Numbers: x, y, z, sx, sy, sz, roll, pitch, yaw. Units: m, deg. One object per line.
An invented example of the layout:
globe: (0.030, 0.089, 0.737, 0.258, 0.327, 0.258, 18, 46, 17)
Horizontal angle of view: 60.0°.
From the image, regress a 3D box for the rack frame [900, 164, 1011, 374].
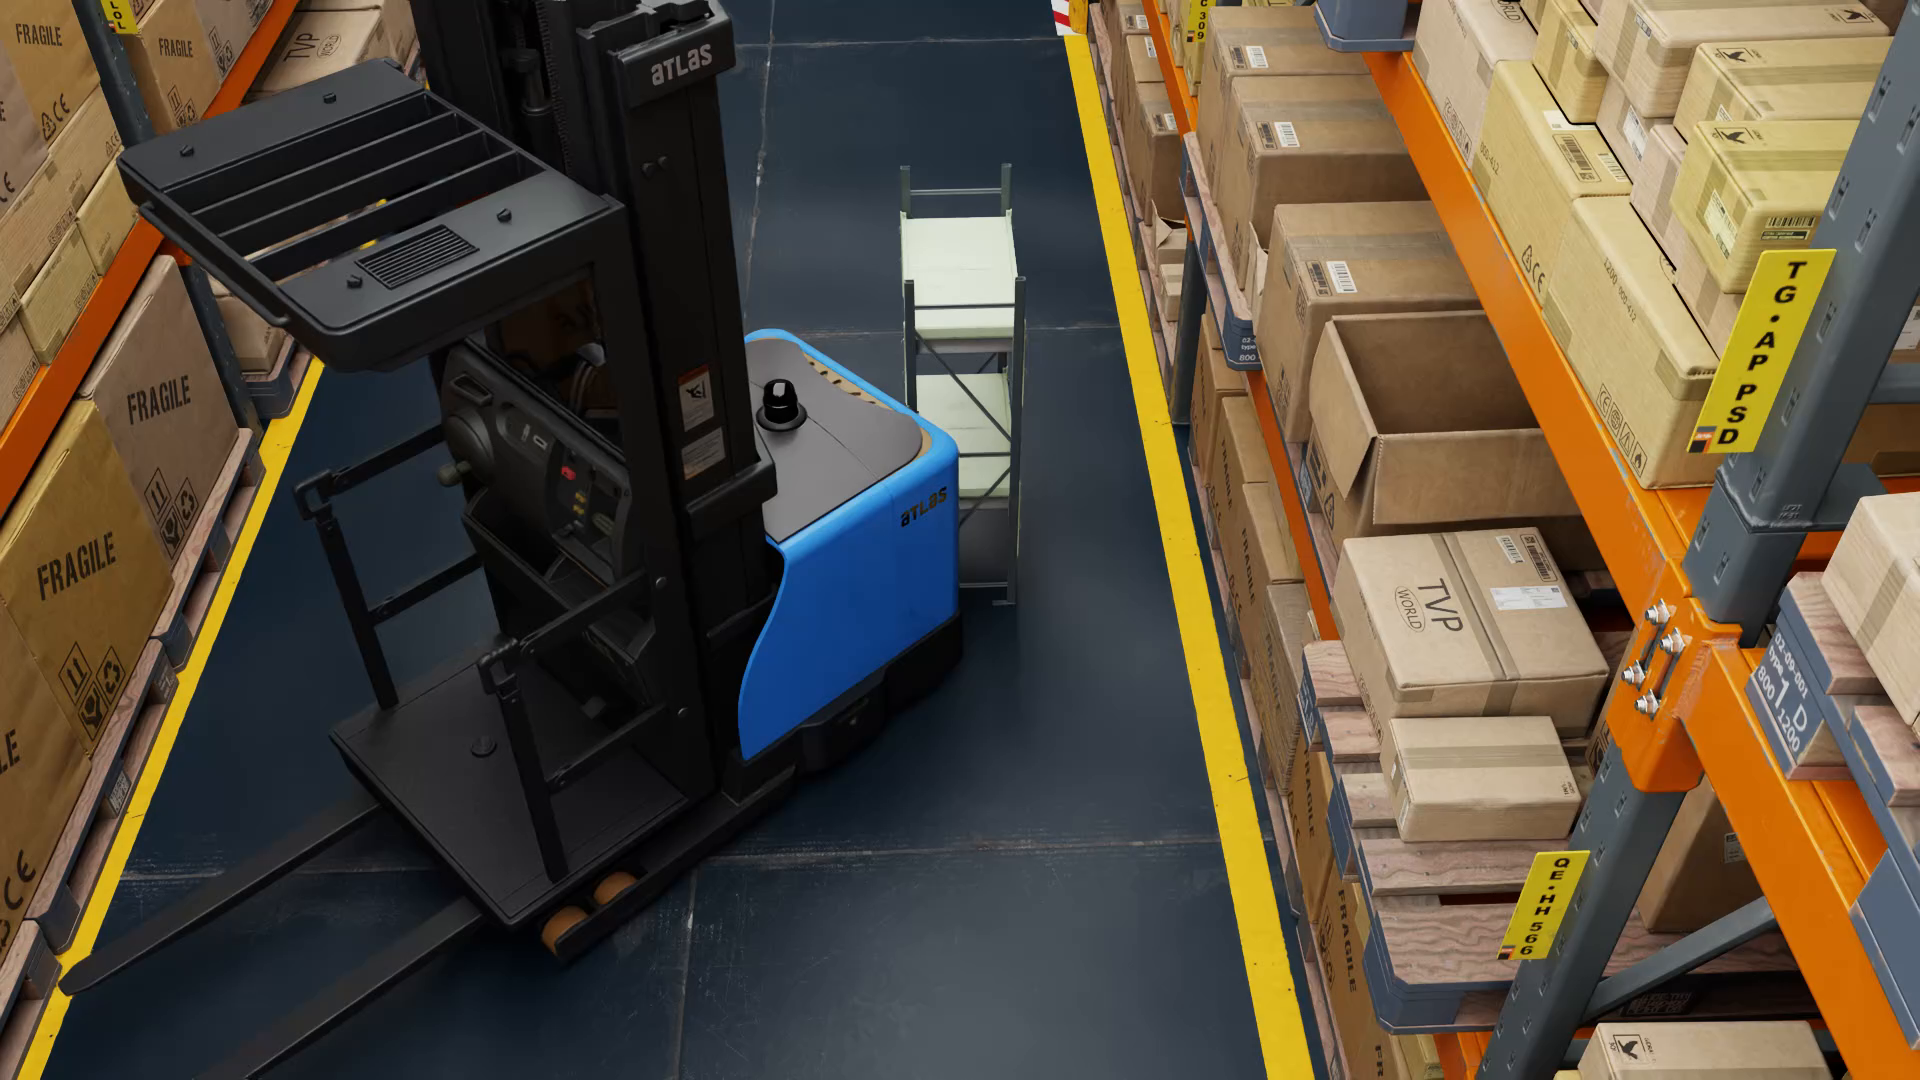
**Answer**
rack frame: (-0.015, -0.795, 6.508, 0.400, 1.500, 0.023, -2, 43, -2)

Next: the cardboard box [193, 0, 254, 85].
cardboard box: (-3.307, -2.216, 6.874, 0.500, 0.500, 0.500, -1, 43, -2)

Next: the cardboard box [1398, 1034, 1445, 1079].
cardboard box: (1.323, 1.241, 4.235, 0.380, 0.149, 0.250, -4, 43, -4)

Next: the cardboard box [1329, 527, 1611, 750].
cardboard box: (1.229, 0.237, 4.071, 0.500, 0.250, 0.500, -3, 43, -4)

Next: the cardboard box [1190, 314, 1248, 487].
cardboard box: (1.223, -0.561, 6.681, 0.500, 0.500, 0.500, 0, 43, 0)

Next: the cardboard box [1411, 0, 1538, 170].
cardboard box: (1.289, -1.027, 3.542, 0.500, 0.250, 0.500, -2, 43, -2)

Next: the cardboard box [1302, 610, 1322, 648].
cardboard box: (1.295, 0.345, 5.212, 0.380, 0.149, 0.250, -4, 43, -4)

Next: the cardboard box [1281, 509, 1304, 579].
cardboard box: (1.295, -0.003, 5.593, 0.380, 0.149, 0.250, 0, 43, 0)

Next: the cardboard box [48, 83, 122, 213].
cardboard box: (-3.270, -1.354, 5.748, 0.500, 0.250, 0.500, -2, 43, -2)

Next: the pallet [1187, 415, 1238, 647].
pallet: (1.499, -0.084, 6.686, 1.003, 0.211, 1.213, -2, 43, -2)

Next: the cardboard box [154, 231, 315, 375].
cardboard box: (-3.451, -1.153, 7.373, 0.875, 0.438, 0.875, -2, 43, -2)

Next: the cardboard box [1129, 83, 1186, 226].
cardboard box: (1.230, -1.900, 8.142, 0.700, 0.500, 0.500, -3, 43, -3)

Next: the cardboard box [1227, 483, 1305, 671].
cardboard box: (1.272, 0.135, 5.921, 0.500, 0.500, 0.500, -3, 43, -3)

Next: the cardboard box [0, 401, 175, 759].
cardboard box: (-3.379, 0.139, 5.640, 0.875, 0.875, 0.875, -1, 43, -1)

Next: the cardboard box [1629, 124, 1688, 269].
cardboard box: (1.350, -0.565, 2.743, 0.380, 0.149, 0.250, -3, 43, -3)

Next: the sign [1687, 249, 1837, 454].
sign: (1.055, -0.242, 2.192, 0.100, 0.325, 0.005, -2, 43, -2)

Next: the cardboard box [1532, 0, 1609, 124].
cardboard box: (1.310, -0.910, 3.119, 0.380, 0.149, 0.250, -2, 43, -2)

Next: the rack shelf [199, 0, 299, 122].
rack shelf: (-3.617, -2.600, 7.900, 1.077, 0.370, 4.000, -2, 43, -2)

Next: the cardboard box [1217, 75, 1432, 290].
cardboard box: (1.246, -1.170, 5.421, 0.700, 0.500, 0.500, -1, 43, -1)

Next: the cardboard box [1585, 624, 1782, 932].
cardboard box: (1.731, 0.496, 3.604, 0.500, 0.500, 0.500, 0, 43, 0)

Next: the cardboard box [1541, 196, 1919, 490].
cardboard box: (1.333, -0.350, 2.803, 0.500, 0.250, 0.500, -3, 43, -3)

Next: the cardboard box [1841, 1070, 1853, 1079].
cardboard box: (1.894, 1.206, 2.955, 0.500, 0.250, 0.500, -1, 43, -1)

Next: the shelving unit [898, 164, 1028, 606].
shelving unit: (0.000, -0.548, 6.238, 0.431, 1.500, 0.755, -2, 43, -2)

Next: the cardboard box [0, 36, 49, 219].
cardboard box: (-3.233, -1.277, 5.110, 0.500, 0.500, 0.500, -1, 43, -1)

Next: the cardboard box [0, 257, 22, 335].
cardboard box: (-3.214, -0.667, 4.999, 0.500, 0.250, 0.500, -1, 43, -1)

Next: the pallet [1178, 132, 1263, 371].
pallet: (1.352, -1.047, 5.815, 1.003, 0.211, 1.213, -2, 43, -2)

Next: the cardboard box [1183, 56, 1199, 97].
cardboard box: (1.129, -1.951, 6.845, 0.380, 0.149, 0.250, -1, 43, -1)

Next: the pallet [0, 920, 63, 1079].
pallet: (-3.320, 1.678, 4.763, 1.003, 0.211, 1.213, -2, 43, -2)

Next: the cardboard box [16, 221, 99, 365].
cardboard box: (-3.240, -0.821, 5.536, 0.500, 0.250, 0.500, -2, 43, -2)

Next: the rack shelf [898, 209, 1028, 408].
rack shelf: (0.000, -0.836, 5.975, 0.431, 0.370, 0.720, -2, 43, -2)

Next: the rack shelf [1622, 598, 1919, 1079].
rack shelf: (1.682, 1.550, 1.152, 1.077, 0.370, 4.000, -2, 43, -2)

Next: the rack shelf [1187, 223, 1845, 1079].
rack shelf: (1.512, -0.045, 5.112, 1.077, 0.370, 4.000, -2, 43, -2)

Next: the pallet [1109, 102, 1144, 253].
pallet: (1.344, -1.922, 8.690, 1.003, 0.211, 1.213, -2, 43, -2)

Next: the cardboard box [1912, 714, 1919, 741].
cardboard box: (1.384, 0.202, 1.631, 0.500, 0.500, 0.500, -1, 43, -1)

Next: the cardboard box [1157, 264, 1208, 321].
cardboard box: (1.110, -1.132, 7.564, 0.380, 0.149, 0.250, -3, 43, -3)

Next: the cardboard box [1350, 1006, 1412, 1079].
cardboard box: (1.364, 1.527, 4.403, 0.500, 0.500, 0.500, -1, 43, -1)

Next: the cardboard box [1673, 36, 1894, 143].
cardboard box: (1.381, -0.671, 2.638, 0.380, 0.149, 0.250, -3, 43, -3)

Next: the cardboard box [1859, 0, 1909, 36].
cardboard box: (1.805, -1.042, 3.043, 0.380, 0.149, 0.250, 0, 43, 0)

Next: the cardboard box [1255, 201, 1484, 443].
cardboard box: (1.280, -0.640, 4.843, 0.700, 0.500, 0.500, -2, 43, -2)

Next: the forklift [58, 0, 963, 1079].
forklift: (-1.390, -0.149, 4.743, 3.031, 2.935, 1.130, -34, 52, -31)

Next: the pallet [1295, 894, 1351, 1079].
pallet: (1.603, 1.563, 4.889, 1.003, 0.211, 1.213, -2, 43, -2)

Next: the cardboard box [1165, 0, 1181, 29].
cardboard box: (1.126, -2.389, 7.028, 0.500, 0.250, 0.500, -2, 43, -2)

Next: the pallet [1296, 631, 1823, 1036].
pallet: (1.498, 0.655, 3.957, 1.213, 0.211, 1.003, -2, 43, -2)

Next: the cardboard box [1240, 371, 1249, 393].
cardboard box: (1.266, -0.698, 6.351, 0.380, 0.149, 0.250, -3, 43, -3)

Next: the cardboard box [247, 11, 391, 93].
cardboard box: (-3.527, -2.366, 8.697, 0.875, 0.438, 0.875, -1, 43, -1)

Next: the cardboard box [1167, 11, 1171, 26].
cardboard box: (1.109, -2.304, 7.229, 0.380, 0.149, 0.250, -1, 43, -1)

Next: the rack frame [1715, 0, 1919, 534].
rack frame: (1.597, -1.172, 1.368, 1.000, 3.000, 0.127, -2, 43, -2)

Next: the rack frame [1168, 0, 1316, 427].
rack frame: (1.427, -1.660, 6.342, 1.000, 3.000, 0.127, -2, 43, -2)

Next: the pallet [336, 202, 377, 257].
pallet: (-3.541, -1.829, 8.589, 1.003, 0.211, 1.213, -2, 43, -2)

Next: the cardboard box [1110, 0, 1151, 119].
cardboard box: (1.186, -2.600, 8.906, 0.700, 0.500, 0.500, 0, 43, 0)

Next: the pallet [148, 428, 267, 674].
pallet: (-3.424, 0.031, 6.560, 1.003, 0.211, 1.213, -2, 43, -2)

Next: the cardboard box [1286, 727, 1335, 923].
cardboard box: (1.329, 0.836, 5.157, 0.500, 0.500, 0.500, 0, 43, 0)

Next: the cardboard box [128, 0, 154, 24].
cardboard box: (-3.310, -2.249, 6.170, 0.500, 0.500, 0.500, -1, 43, -2)

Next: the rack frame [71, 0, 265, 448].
rack frame: (-3.532, -1.515, 6.183, 1.000, 3.000, 0.127, -2, 43, -2)

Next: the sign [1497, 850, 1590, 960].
sign: (1.055, 0.664, 3.007, 0.100, 0.325, 0.005, -2, 43, -2)

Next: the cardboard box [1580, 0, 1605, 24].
cardboard box: (1.351, -1.022, 3.021, 0.380, 0.149, 0.250, -2, 43, -2)
